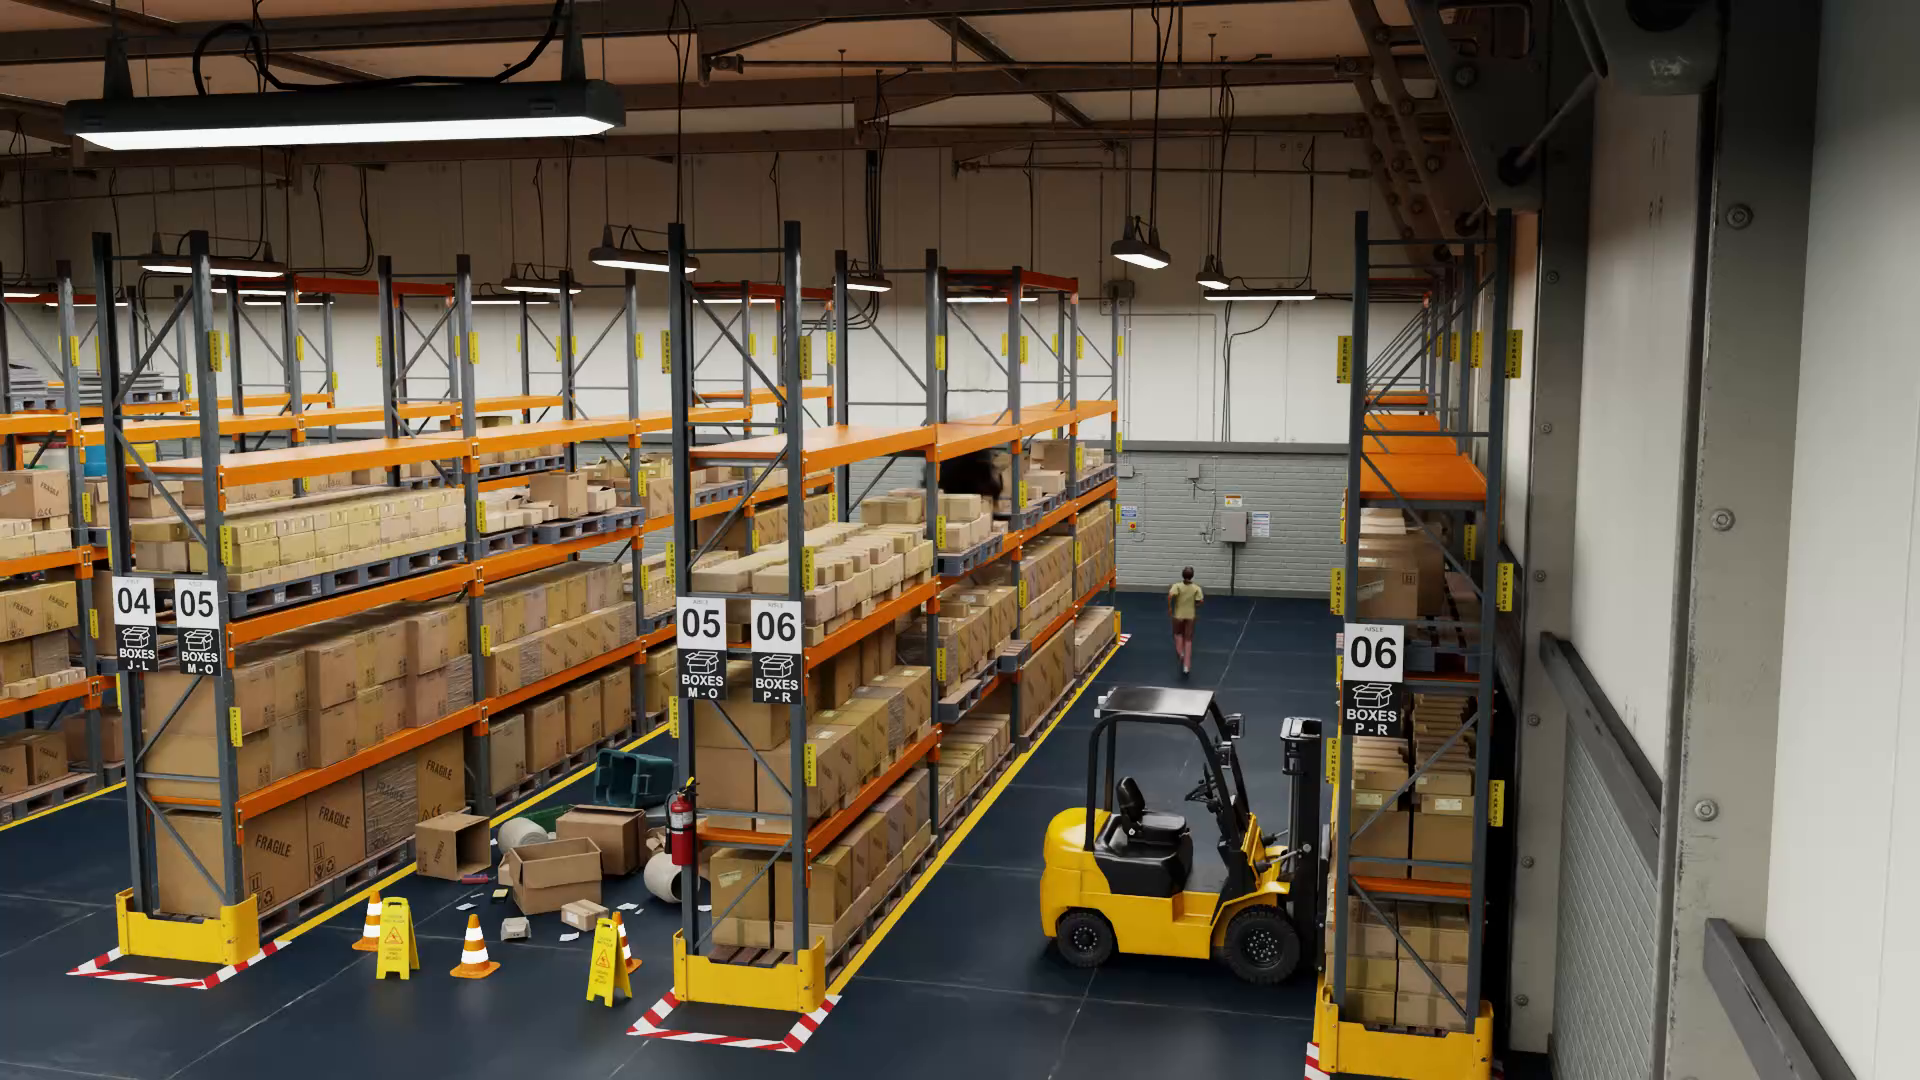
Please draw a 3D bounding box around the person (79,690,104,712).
[{"bbox_3d":[-12.172,1.497,23.177,0.596,1.740,0.720,1,7,5],"label":"person"}]

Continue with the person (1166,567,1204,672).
[{"bbox_3d":[3.480,1.212,25.765,0.587,1.627,0.599,1,7,5],"label":"person"}]
